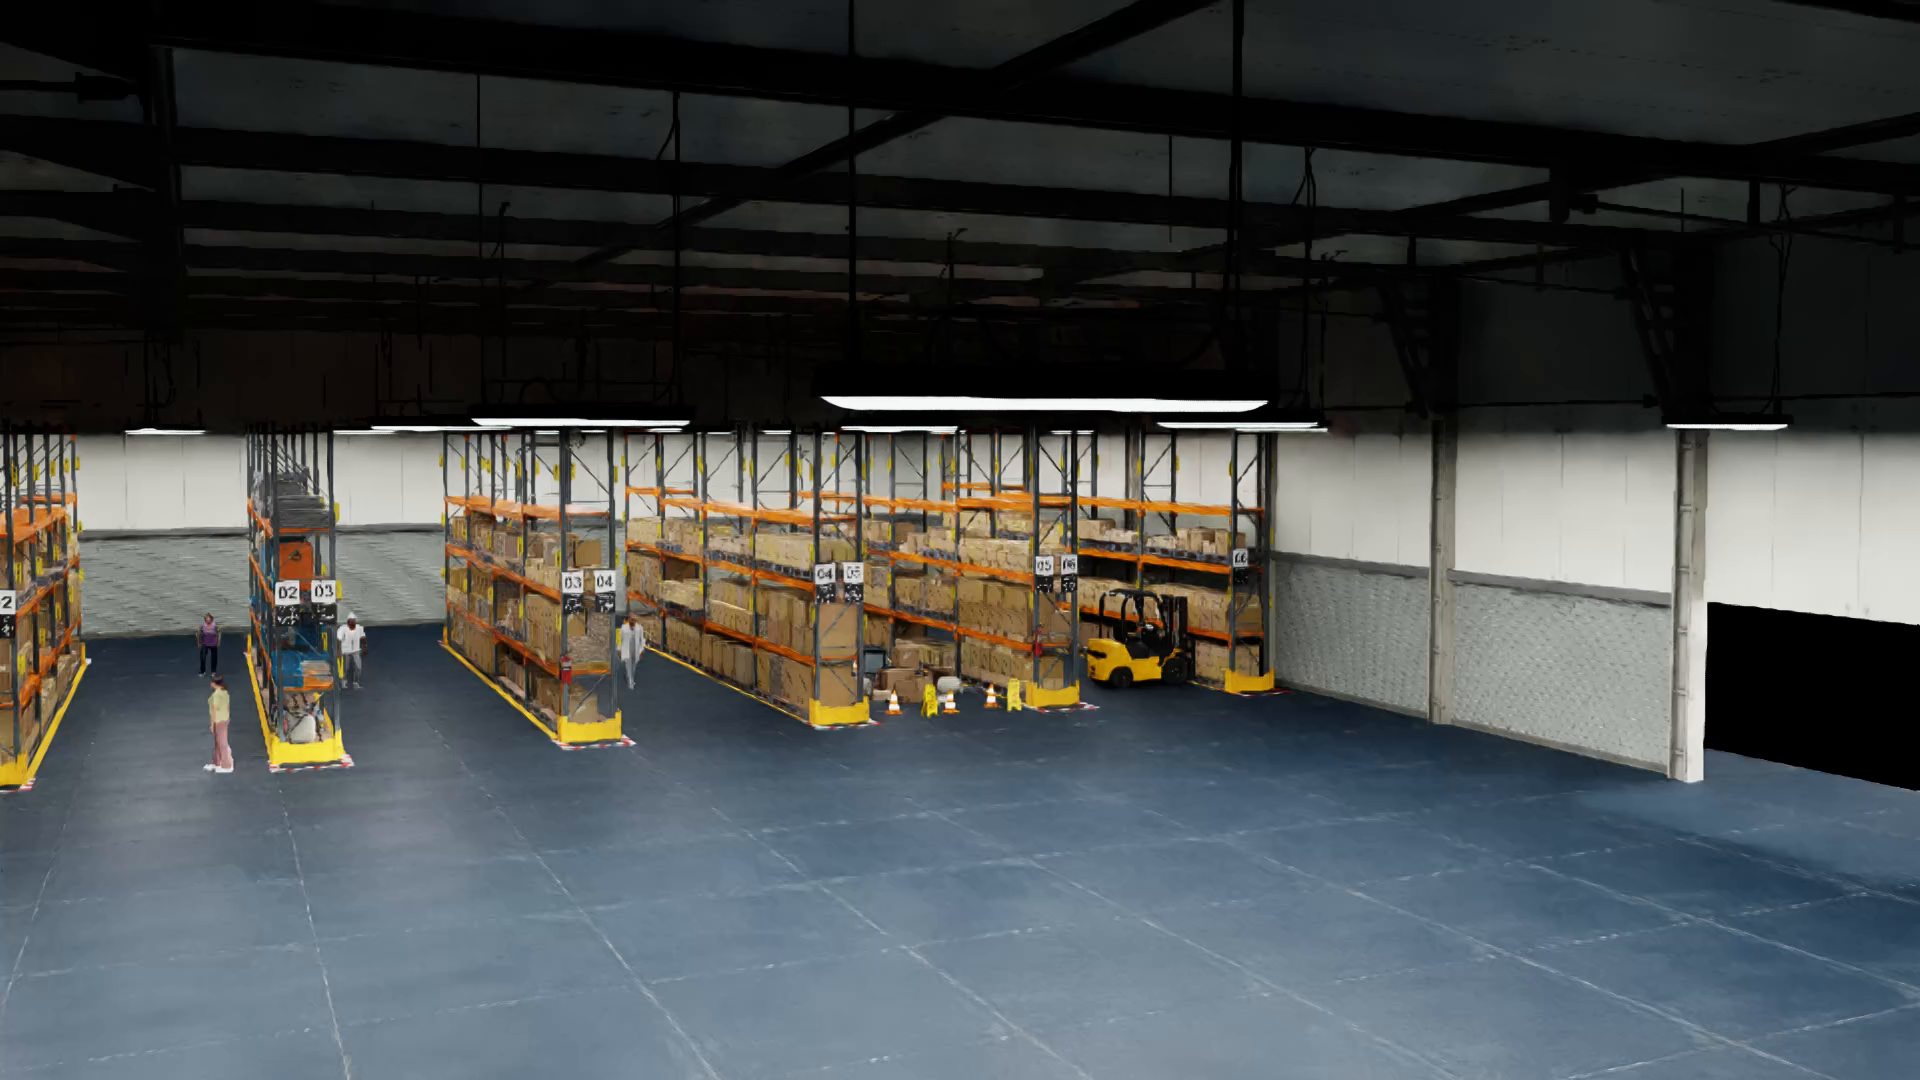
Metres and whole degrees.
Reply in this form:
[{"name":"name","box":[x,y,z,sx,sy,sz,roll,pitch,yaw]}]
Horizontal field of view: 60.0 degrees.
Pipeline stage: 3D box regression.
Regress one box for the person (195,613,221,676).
[{"name":"person","box":[-17.856,2.490,39.515,0.566,1.541,0.519,-2,4,-26]}]

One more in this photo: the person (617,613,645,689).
[{"name":"person","box":[-7.437,2.491,37.737,0.589,1.697,1.175,-2,4,-26]}]

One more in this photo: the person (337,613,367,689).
[{"name":"person","box":[-13.823,2.505,37.705,0.709,1.732,0.695,-2,4,-33]}]

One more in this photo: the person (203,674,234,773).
[{"name":"person","box":[-12.636,3.103,28.290,0.575,1.665,0.572,0,4,-5]}]
